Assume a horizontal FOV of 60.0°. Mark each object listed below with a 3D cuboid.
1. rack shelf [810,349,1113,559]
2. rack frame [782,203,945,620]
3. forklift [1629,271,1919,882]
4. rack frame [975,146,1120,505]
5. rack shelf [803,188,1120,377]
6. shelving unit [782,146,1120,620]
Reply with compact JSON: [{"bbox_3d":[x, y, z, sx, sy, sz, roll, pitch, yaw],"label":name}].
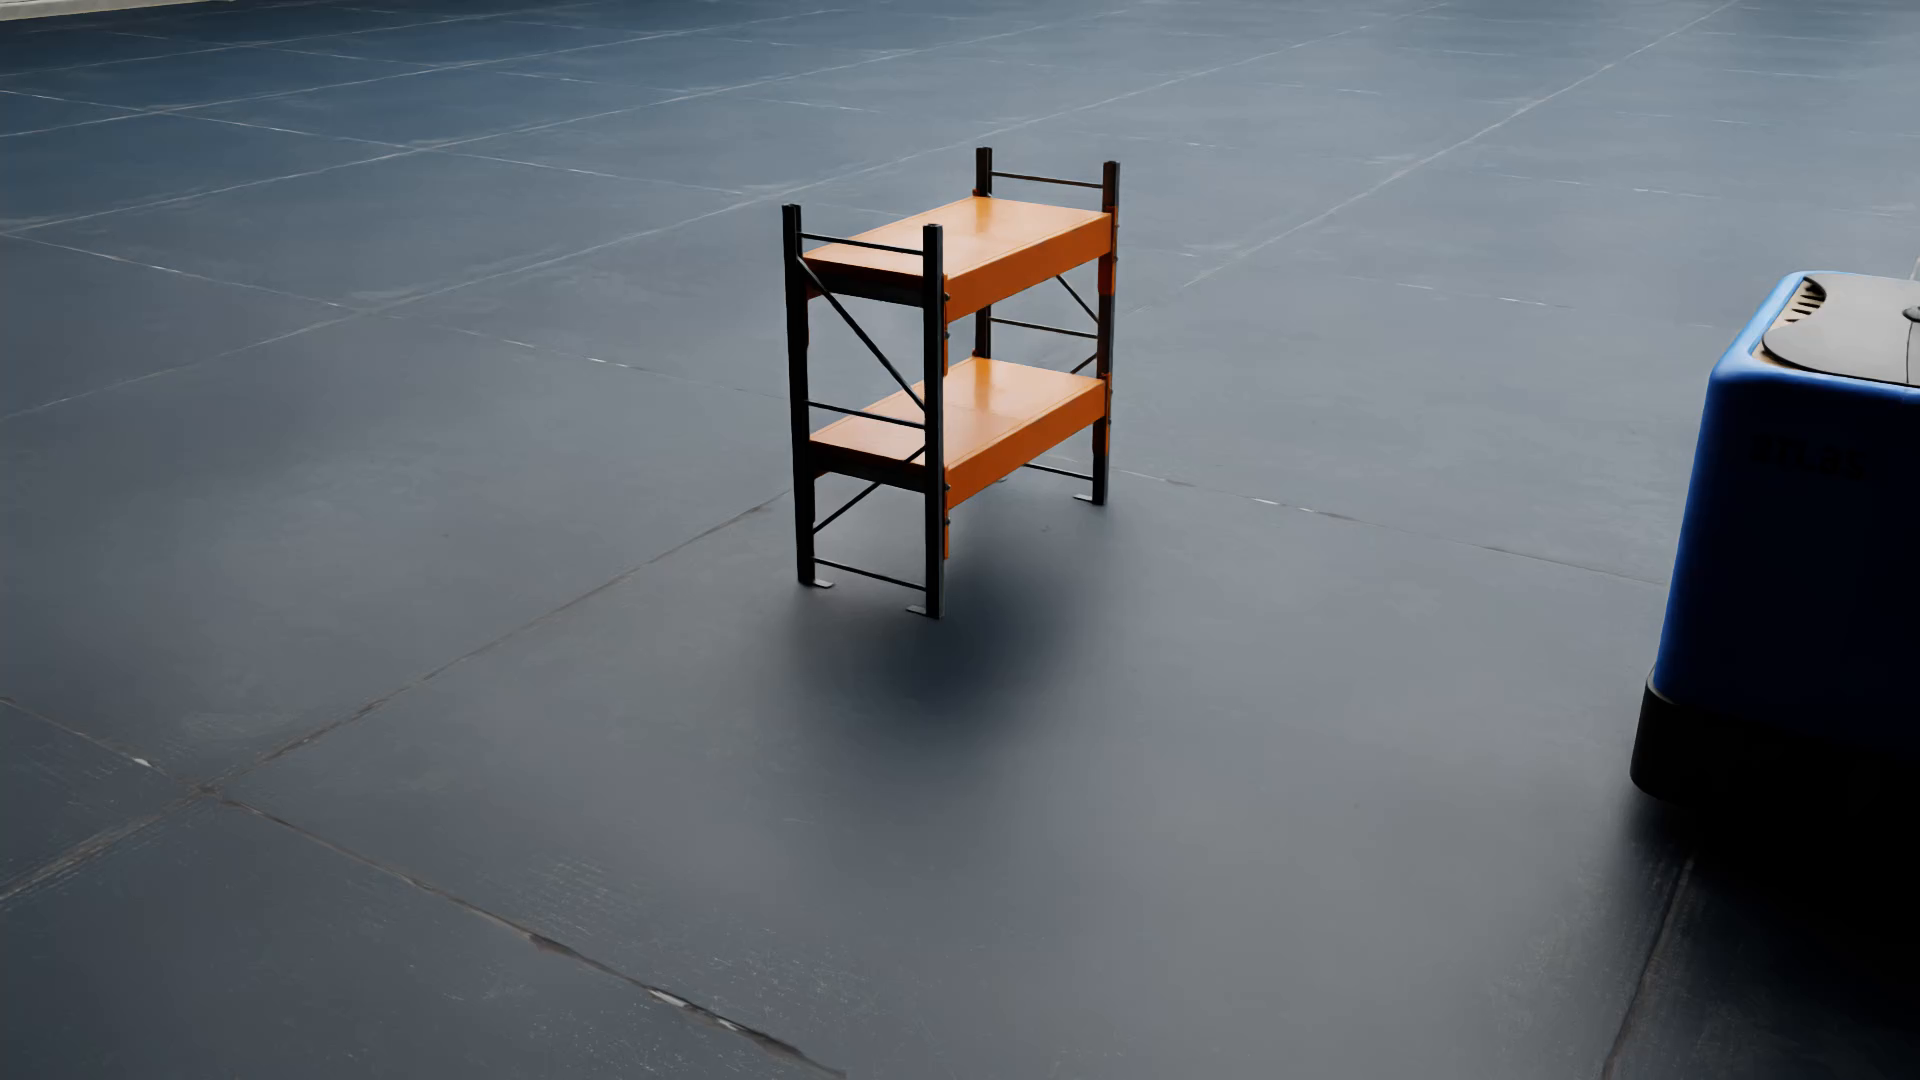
[{"bbox_3d":[0.004,-0.294,5.129,0.538,0.278,1.000,14,27,29],"label":"rack shelf"},{"bbox_3d":[-0.265,-0.347,4.635,0.500,1.125,0.032,14,27,29],"label":"rack frame"},{"bbox_3d":[3.050,-0.563,2.861,3.031,2.935,1.130,14,27,30],"label":"forklift"},{"bbox_3d":[0.272,-0.690,5.428,0.500,1.125,0.032,14,27,29],"label":"rack frame"},{"bbox_3d":[0.004,-0.787,4.916,0.538,0.278,1.000,14,27,29],"label":"rack shelf"},{"bbox_3d":[0.004,-0.518,5.032,0.538,1.125,1.048,14,27,29],"label":"shelving unit"}]
